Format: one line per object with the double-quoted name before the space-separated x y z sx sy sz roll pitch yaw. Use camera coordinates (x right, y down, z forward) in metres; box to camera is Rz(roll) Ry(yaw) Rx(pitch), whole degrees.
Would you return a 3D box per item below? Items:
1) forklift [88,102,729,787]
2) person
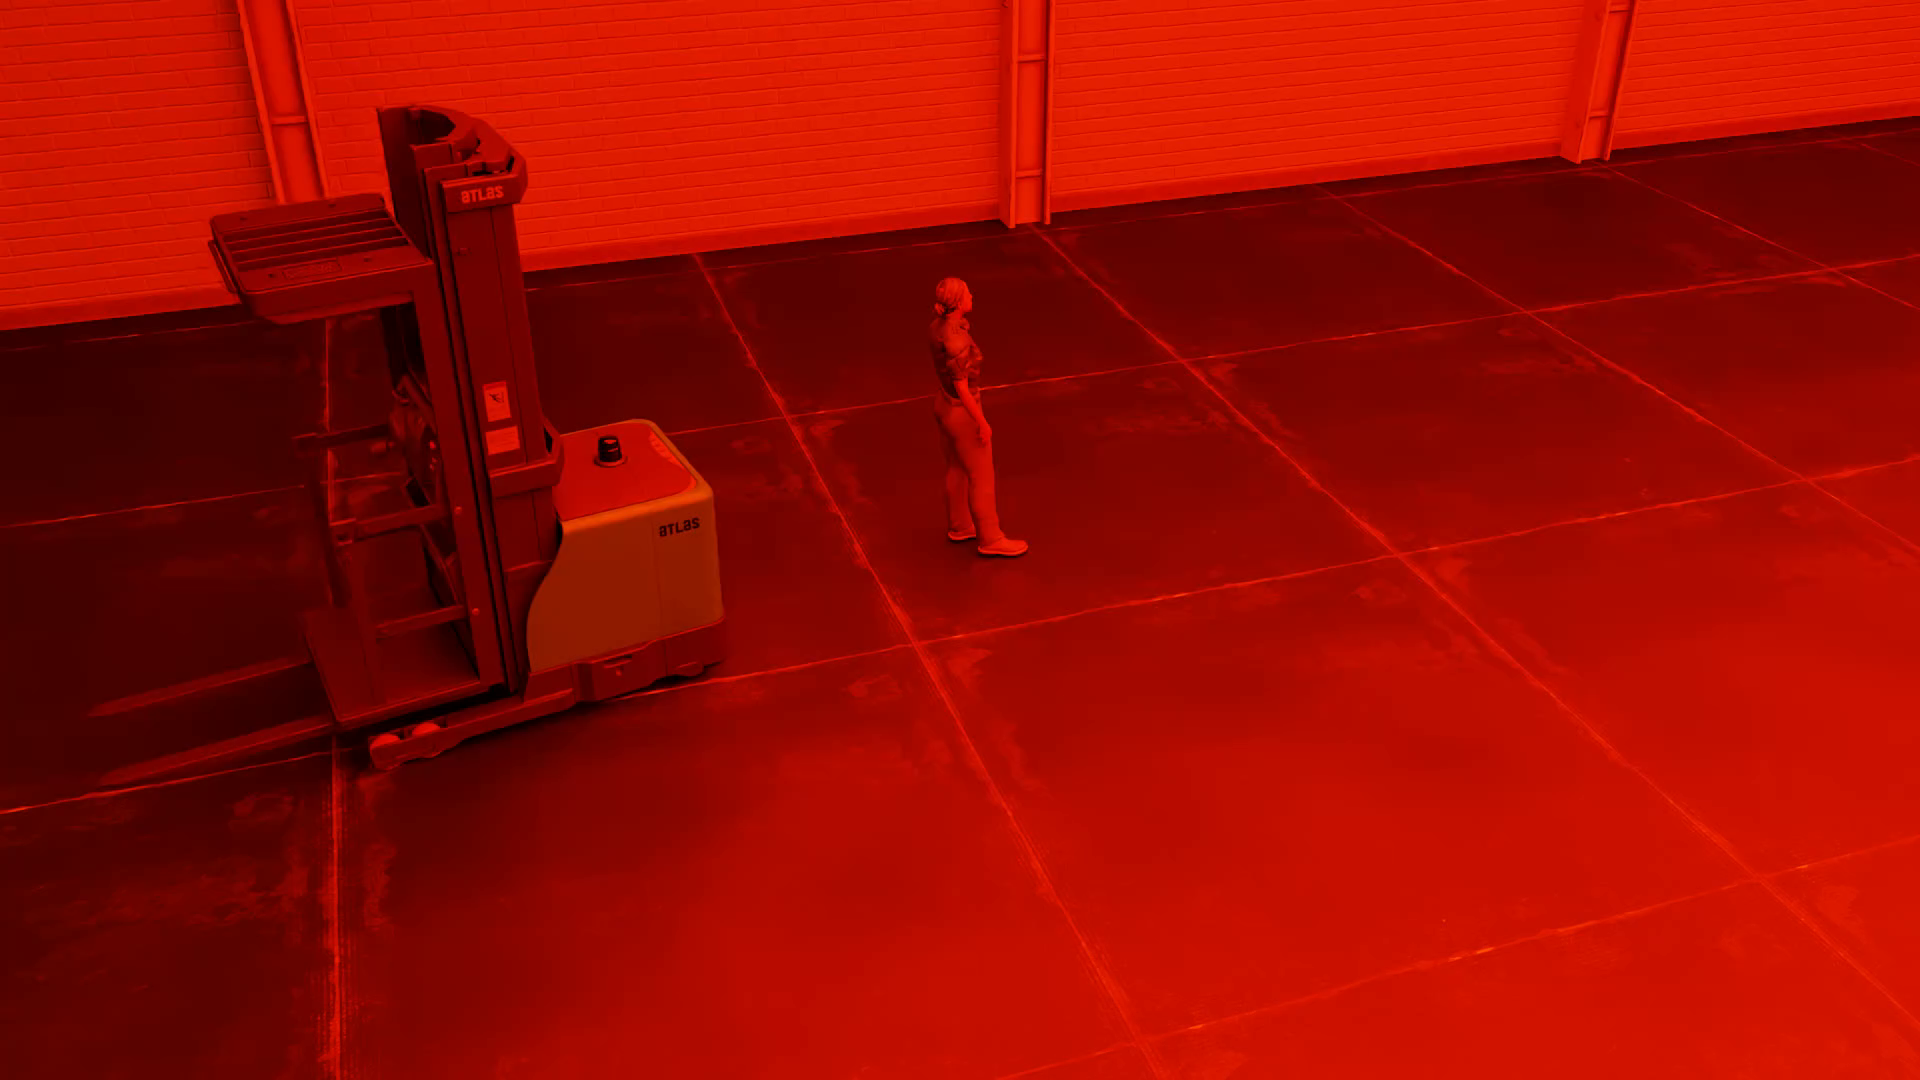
"forklift" -2.771 -0.457 7.881 3.031 2.935 1.130 -15 33 -24
"person" 0.090 -0.728 9.617 0.503 1.656 0.569 -10 31 -16
